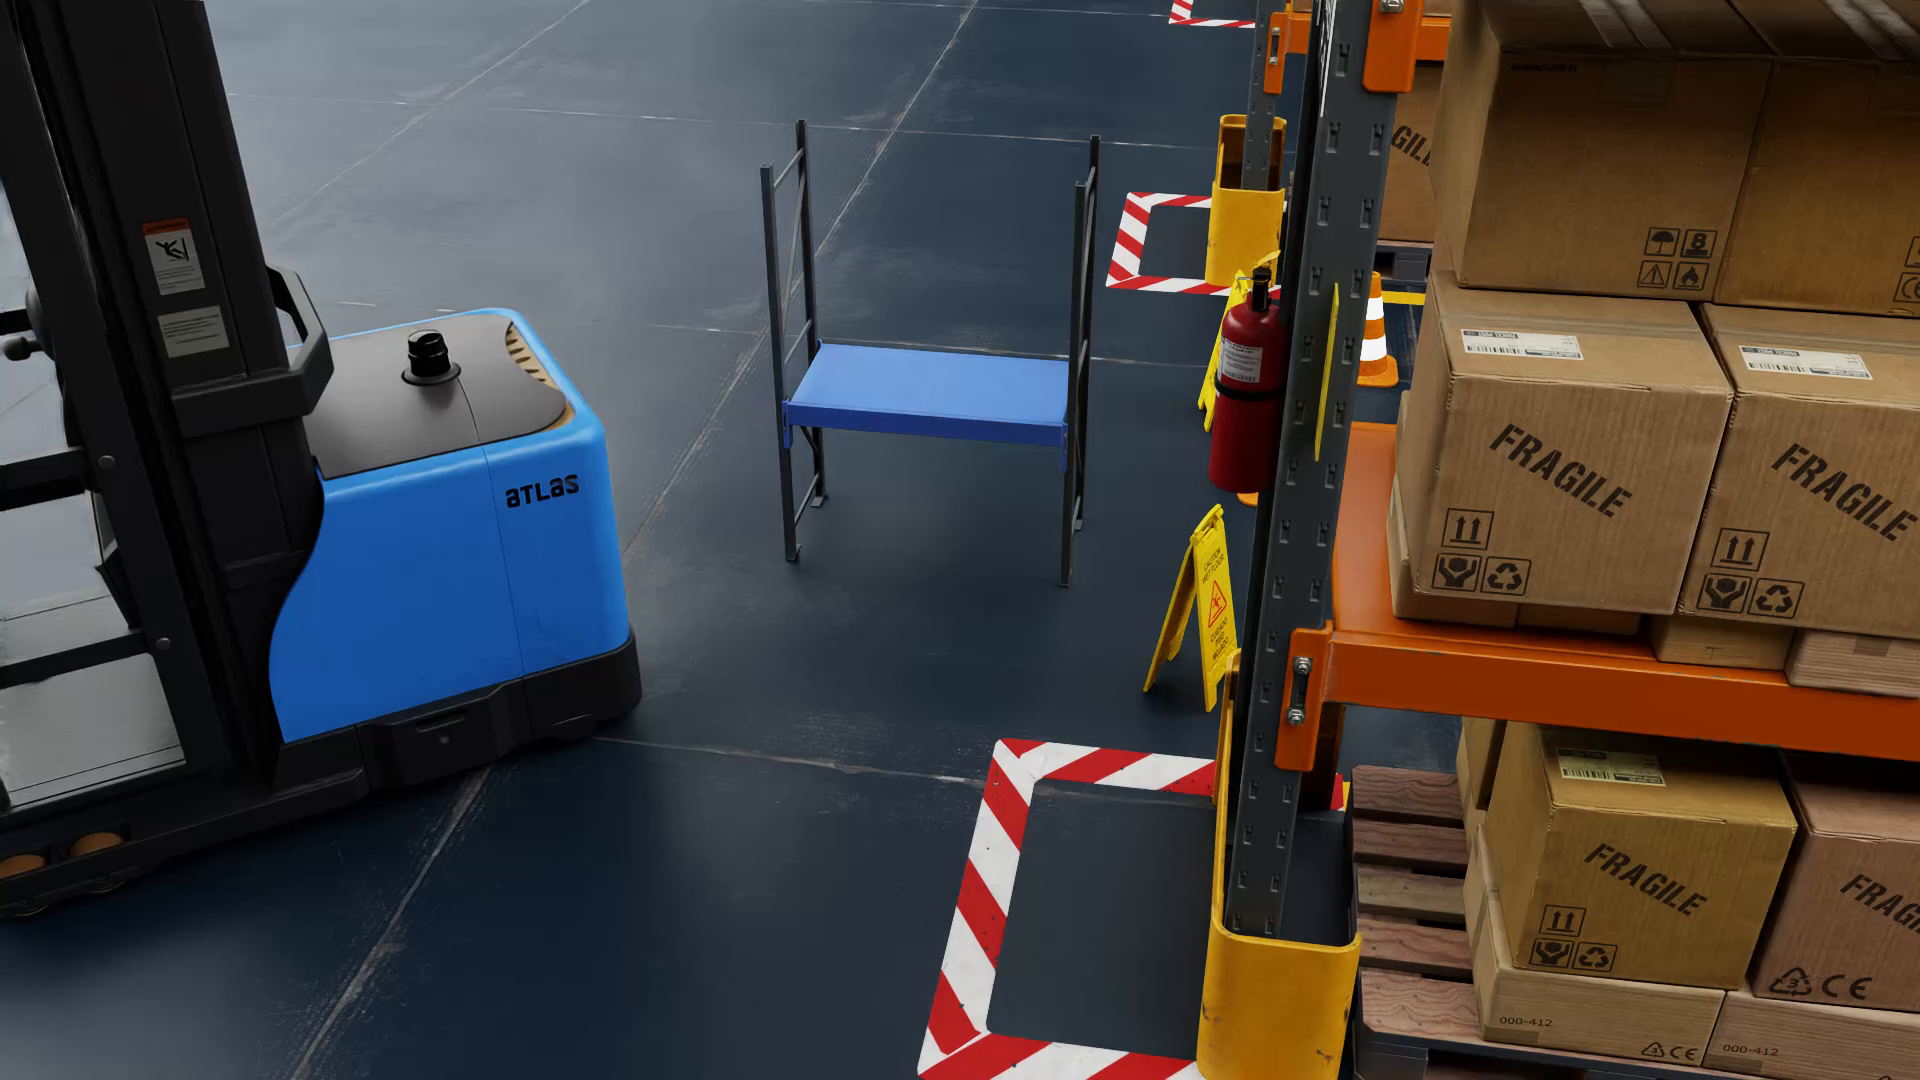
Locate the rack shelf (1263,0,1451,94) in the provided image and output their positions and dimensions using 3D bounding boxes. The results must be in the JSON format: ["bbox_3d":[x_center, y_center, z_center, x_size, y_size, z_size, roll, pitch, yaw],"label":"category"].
[{"bbox_3d":[3.480,-2.343,7.843,4.000,0.370,1.077,5,32,8],"label":"rack shelf"}]

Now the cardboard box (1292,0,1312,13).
[{"bbox_3d":[1.882,-2.880,7.883,0.550,0.550,0.875,5,32,8],"label":"cardboard box"}]

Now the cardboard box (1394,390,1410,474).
[{"bbox_3d":[1.180,-0.200,3.979,0.250,0.149,0.380,6,33,10],"label":"cardboard box"}]

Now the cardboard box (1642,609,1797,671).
[{"bbox_3d":[1.574,0.098,3.503,0.250,0.149,0.380,4,32,7],"label":"cardboard box"}]

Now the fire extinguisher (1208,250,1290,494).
[{"bbox_3d":[0.740,-0.447,4.209,0.183,0.674,0.296,5,32,8],"label":"fire extinguisher"}]

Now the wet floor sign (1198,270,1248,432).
[{"bbox_3d":[1.147,-0.795,6.912,0.232,0.644,0.267,0,32,0],"label":"wet floor sign"}]

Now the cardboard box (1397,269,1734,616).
[{"bbox_3d":[1.195,-0.209,3.382,0.500,0.500,0.500,5,32,7],"label":"cardboard box"}]

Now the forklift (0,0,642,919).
[{"bbox_3d":[-2.563,-0.526,4.328,3.031,2.935,1.130,-16,35,-23],"label":"forklift"}]

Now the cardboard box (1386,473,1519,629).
[{"bbox_3d":[1.075,0.017,3.632,0.250,0.149,0.380,5,32,8],"label":"cardboard box"}]

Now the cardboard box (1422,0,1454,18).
[{"bbox_3d":[2.427,-2.842,7.823,0.550,0.550,0.875,5,32,8],"label":"cardboard box"}]

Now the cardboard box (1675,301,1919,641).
[{"bbox_3d":[1.706,-0.165,3.311,0.500,0.500,0.500,6,33,10],"label":"cardboard box"}]

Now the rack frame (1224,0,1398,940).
[{"bbox_3d":[0.775,-0.228,3.787,0.127,3.000,1.000,5,32,8],"label":"rack frame"}]

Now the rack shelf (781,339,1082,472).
[{"bbox_3d":[-0.084,-0.491,5.960,1.000,0.185,0.538,5,32,8],"label":"rack shelf"}]

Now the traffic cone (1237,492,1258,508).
[{"bbox_3d":[1.268,-0.400,6.453,0.334,0.463,0.336,5,32,8],"label":"traffic cone"}]

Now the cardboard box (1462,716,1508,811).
[{"bbox_3d":[1.609,0.377,4.310,0.500,0.500,0.500,5,32,9],"label":"cardboard box"}]

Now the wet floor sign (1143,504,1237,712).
[{"bbox_3d":[0.768,0.193,5.333,0.232,0.644,0.267,17,36,25],"label":"wet floor sign"}]

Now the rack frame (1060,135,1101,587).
[{"bbox_3d":[0.417,-0.598,5.792,0.032,1.500,0.500,5,32,8],"label":"rack frame"}]

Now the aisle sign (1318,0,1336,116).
[{"bbox_3d":[0.662,-1.173,2.847,0.004,0.787,0.394,5,32,8],"label":"aisle sign"}]

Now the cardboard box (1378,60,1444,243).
[{"bbox_3d":[2.188,-2.077,8.348,0.875,0.875,0.875,5,32,8],"label":"cardboard box"}]

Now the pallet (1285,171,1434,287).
[{"bbox_3d":[2.310,-1.613,8.629,1.213,0.211,1.003,5,32,8],"label":"pallet"}]

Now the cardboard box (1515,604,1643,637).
[{"bbox_3d":[1.326,0.032,3.608,0.250,0.149,0.380,6,32,9],"label":"cardboard box"}]

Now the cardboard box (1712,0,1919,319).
[{"bbox_3d":[1.813,-0.840,3.448,0.500,0.500,0.700,5,32,9],"label":"cardboard box"}]

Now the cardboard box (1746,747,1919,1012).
[{"bbox_3d":[2.063,0.704,3.786,0.500,0.500,0.500,4,32,6],"label":"cardboard box"}]

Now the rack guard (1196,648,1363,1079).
[{"bbox_3d":[0.850,0.838,4.440,0.348,0.500,1.175,5,32,8],"label":"rack guard"}]

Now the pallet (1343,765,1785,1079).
[{"bbox_3d":[1.645,1.052,4.371,1.213,0.211,1.003,5,32,8],"label":"pallet"}]

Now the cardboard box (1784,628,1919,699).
[{"bbox_3d":[1.817,0.145,3.428,0.250,0.149,0.380,6,32,9],"label":"cardboard box"}]

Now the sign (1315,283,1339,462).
[{"bbox_3d":[0.684,-0.311,3.104,0.005,0.325,0.100,5,32,8],"label":"sign"}]

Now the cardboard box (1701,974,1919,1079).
[{"bbox_3d":[2.026,1.026,3.980,0.500,0.250,0.500,6,33,10],"label":"cardboard box"}]

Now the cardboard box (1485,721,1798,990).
[{"bbox_3d":[1.547,0.660,3.857,0.500,0.500,0.500,4,32,7],"label":"cardboard box"}]

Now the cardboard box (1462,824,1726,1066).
[{"bbox_3d":[1.524,0.976,4.059,0.500,0.250,0.500,5,32,8],"label":"cardboard box"}]

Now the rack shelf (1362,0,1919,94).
[{"bbox_3d":[2.747,-1.016,2.897,4.000,0.370,1.077,5,32,8],"label":"rack shelf"}]

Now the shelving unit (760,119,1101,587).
[{"bbox_3d":[-0.084,-0.643,5.864,1.048,1.500,0.538,5,32,8],"label":"shelving unit"}]

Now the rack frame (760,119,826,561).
[{"bbox_3d":[-0.585,-0.689,5.937,0.032,1.500,0.500,5,32,8],"label":"rack frame"}]

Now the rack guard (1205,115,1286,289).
[{"bbox_3d":[1.485,-1.769,8.604,0.348,0.500,1.175,5,32,8],"label":"rack guard"}]

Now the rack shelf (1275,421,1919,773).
[{"bbox_3d":[2.747,0.255,3.693,4.000,0.370,1.077,5,32,8],"label":"rack shelf"}]

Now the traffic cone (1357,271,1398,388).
[{"bbox_3d":[1.793,-0.961,7.348,0.334,0.463,0.336,5,32,8],"label":"traffic cone"}]

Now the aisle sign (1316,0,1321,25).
[{"bbox_3d":[0.763,-1.487,3.349,0.004,0.787,0.394,5,32,8],"label":"aisle sign"}]

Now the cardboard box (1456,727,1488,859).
[{"bbox_3d":[1.641,0.693,4.511,0.500,0.250,0.500,5,32,8],"label":"cardboard box"}]

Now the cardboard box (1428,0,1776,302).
[{"bbox_3d":[1.315,-0.889,3.526,0.500,0.500,0.700,4,32,7],"label":"cardboard box"}]

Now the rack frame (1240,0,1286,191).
[{"bbox_3d":[1.508,-2.826,7.938,0.127,3.000,1.000,5,32,8],"label":"rack frame"}]

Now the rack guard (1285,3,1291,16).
[{"bbox_3d":[2.517,-4.345,12.720,0.348,0.500,1.175,5,32,8],"label":"rack guard"}]

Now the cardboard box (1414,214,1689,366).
[{"bbox_3d":[1.356,-0.492,3.835,0.500,0.500,0.500,5,32,7],"label":"cardboard box"}]
